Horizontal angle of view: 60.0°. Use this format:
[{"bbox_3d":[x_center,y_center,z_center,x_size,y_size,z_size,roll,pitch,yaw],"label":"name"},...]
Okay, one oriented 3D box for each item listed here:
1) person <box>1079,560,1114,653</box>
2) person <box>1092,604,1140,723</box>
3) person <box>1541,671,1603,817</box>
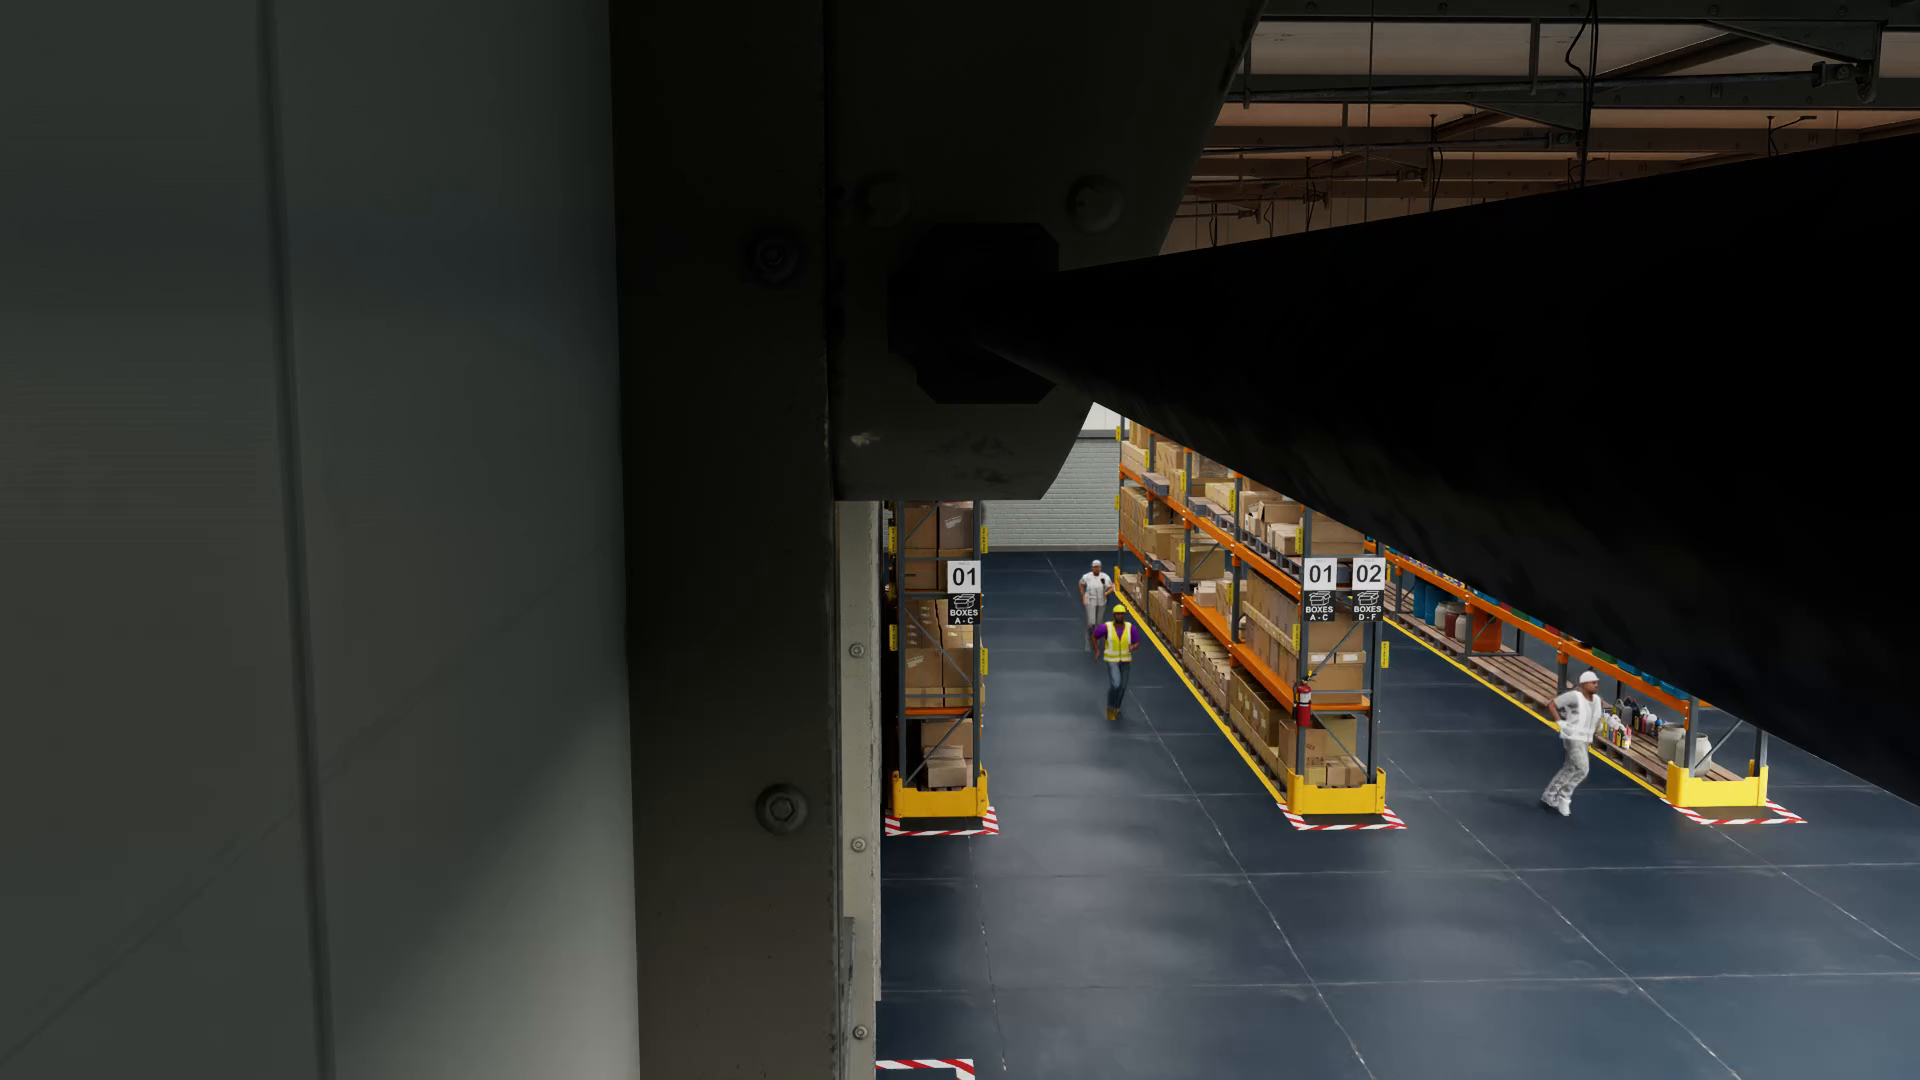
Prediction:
[{"bbox_3d":[2.478,1.196,30.121,0.596,1.702,0.722,-1,8,-5],"label":"person"},{"bbox_3d":[2.387,1.860,25.102,0.673,1.789,0.725,-2,8,-12],"label":"person"},{"bbox_3d":[7.675,2.515,20.715,0.742,1.779,0.660,-6,10,-38],"label":"person"}]
